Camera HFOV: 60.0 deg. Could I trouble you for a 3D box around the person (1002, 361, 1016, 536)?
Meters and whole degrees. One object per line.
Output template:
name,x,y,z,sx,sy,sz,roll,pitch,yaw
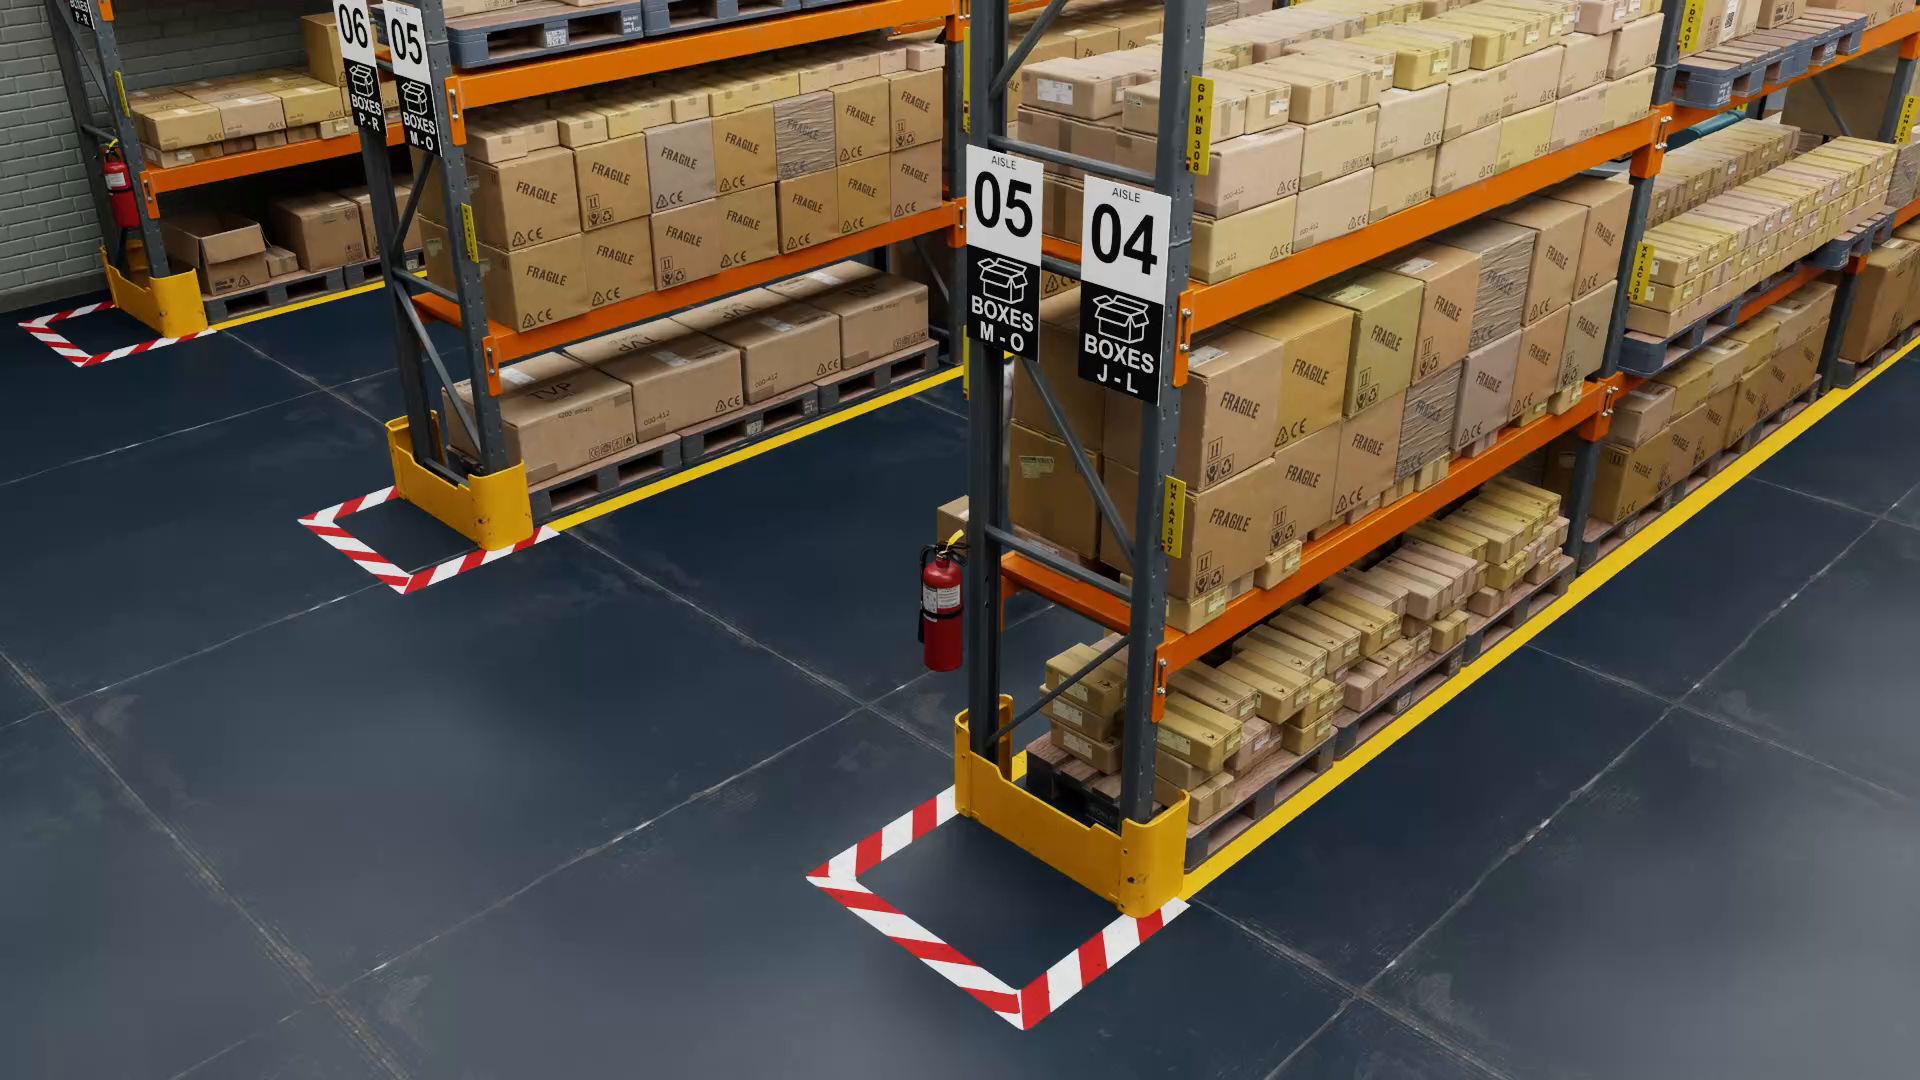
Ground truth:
person,0.335,-0.577,9.687,0.433,1.599,0.524,-15,31,-25
